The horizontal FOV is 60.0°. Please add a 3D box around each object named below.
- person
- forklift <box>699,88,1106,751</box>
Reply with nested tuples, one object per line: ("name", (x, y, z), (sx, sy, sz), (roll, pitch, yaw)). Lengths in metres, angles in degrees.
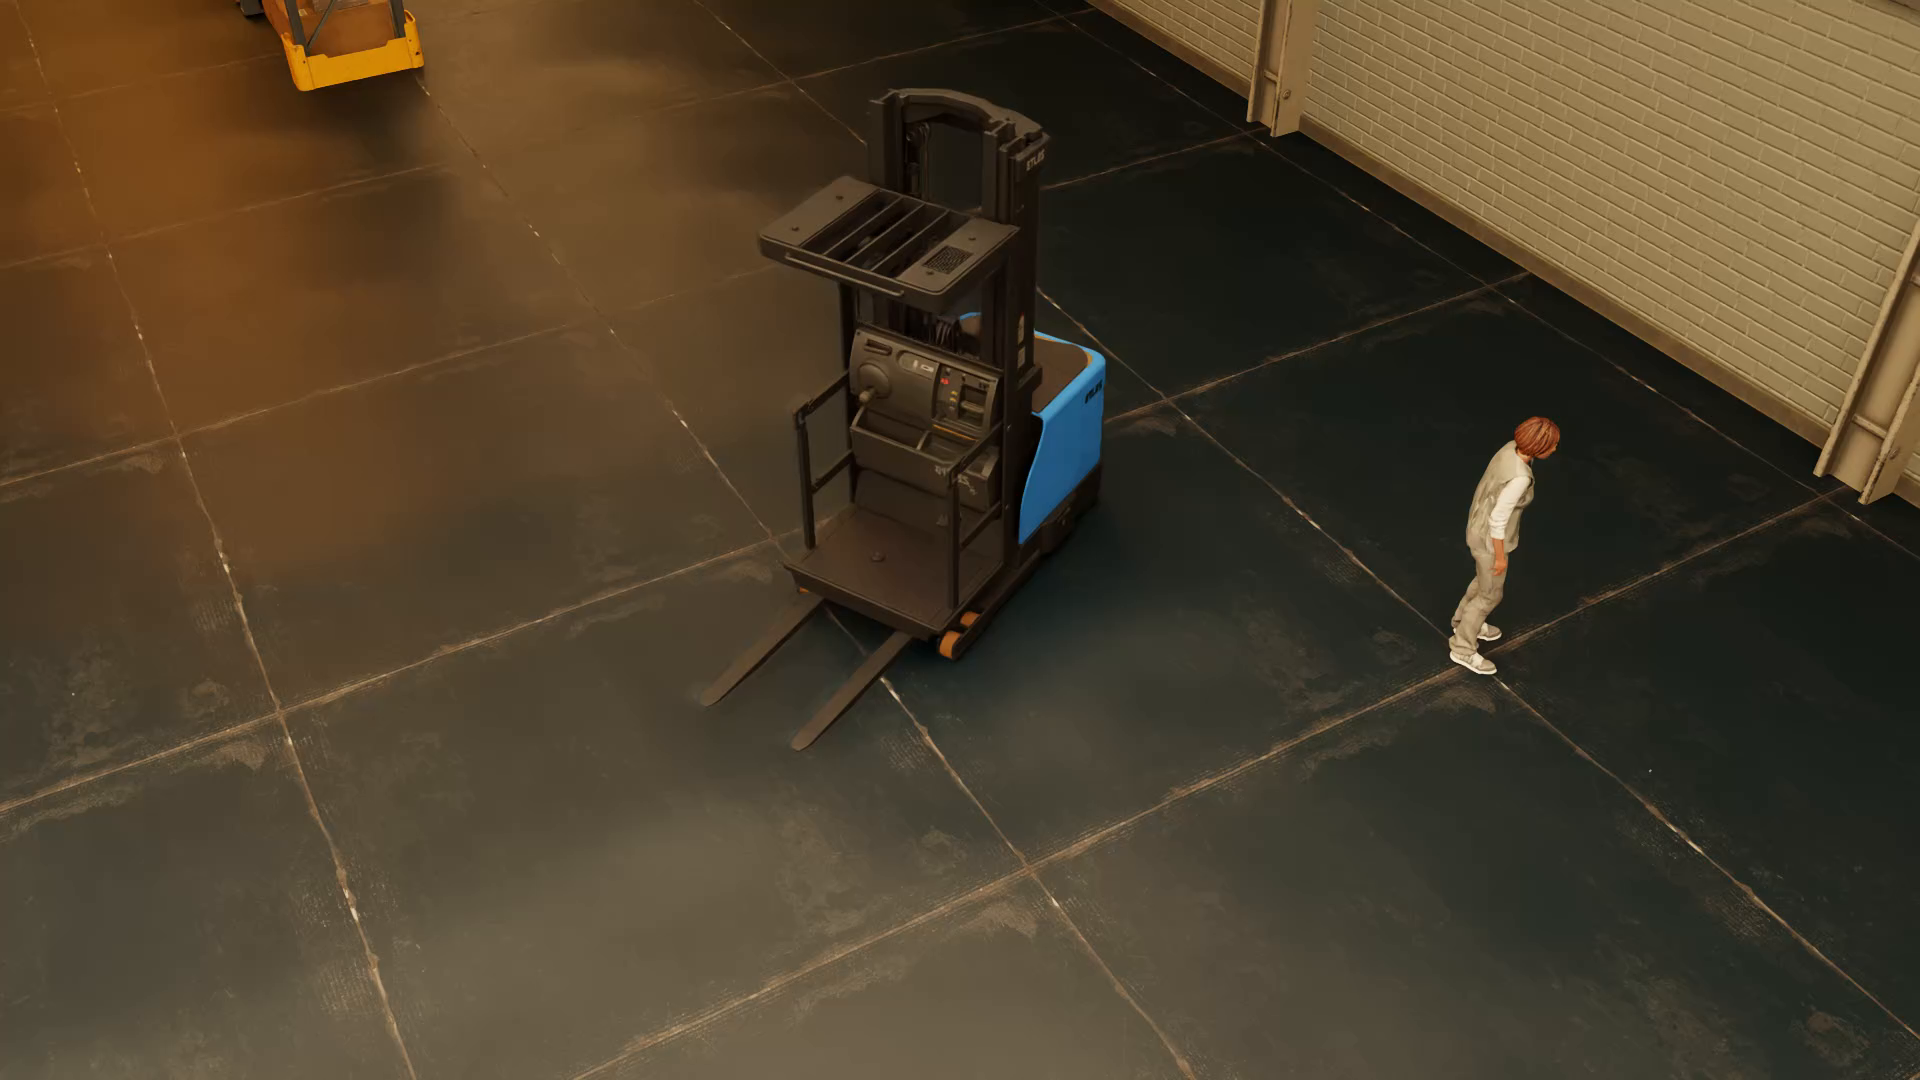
("person", (2.939, -0.006, 9.093), (0.347, 1.592, 0.473), (11, 41, 13))
("forklift", (-0.315, -0.789, 8.987), (1.130, 2.935, 3.031), (22, 44, 24))
